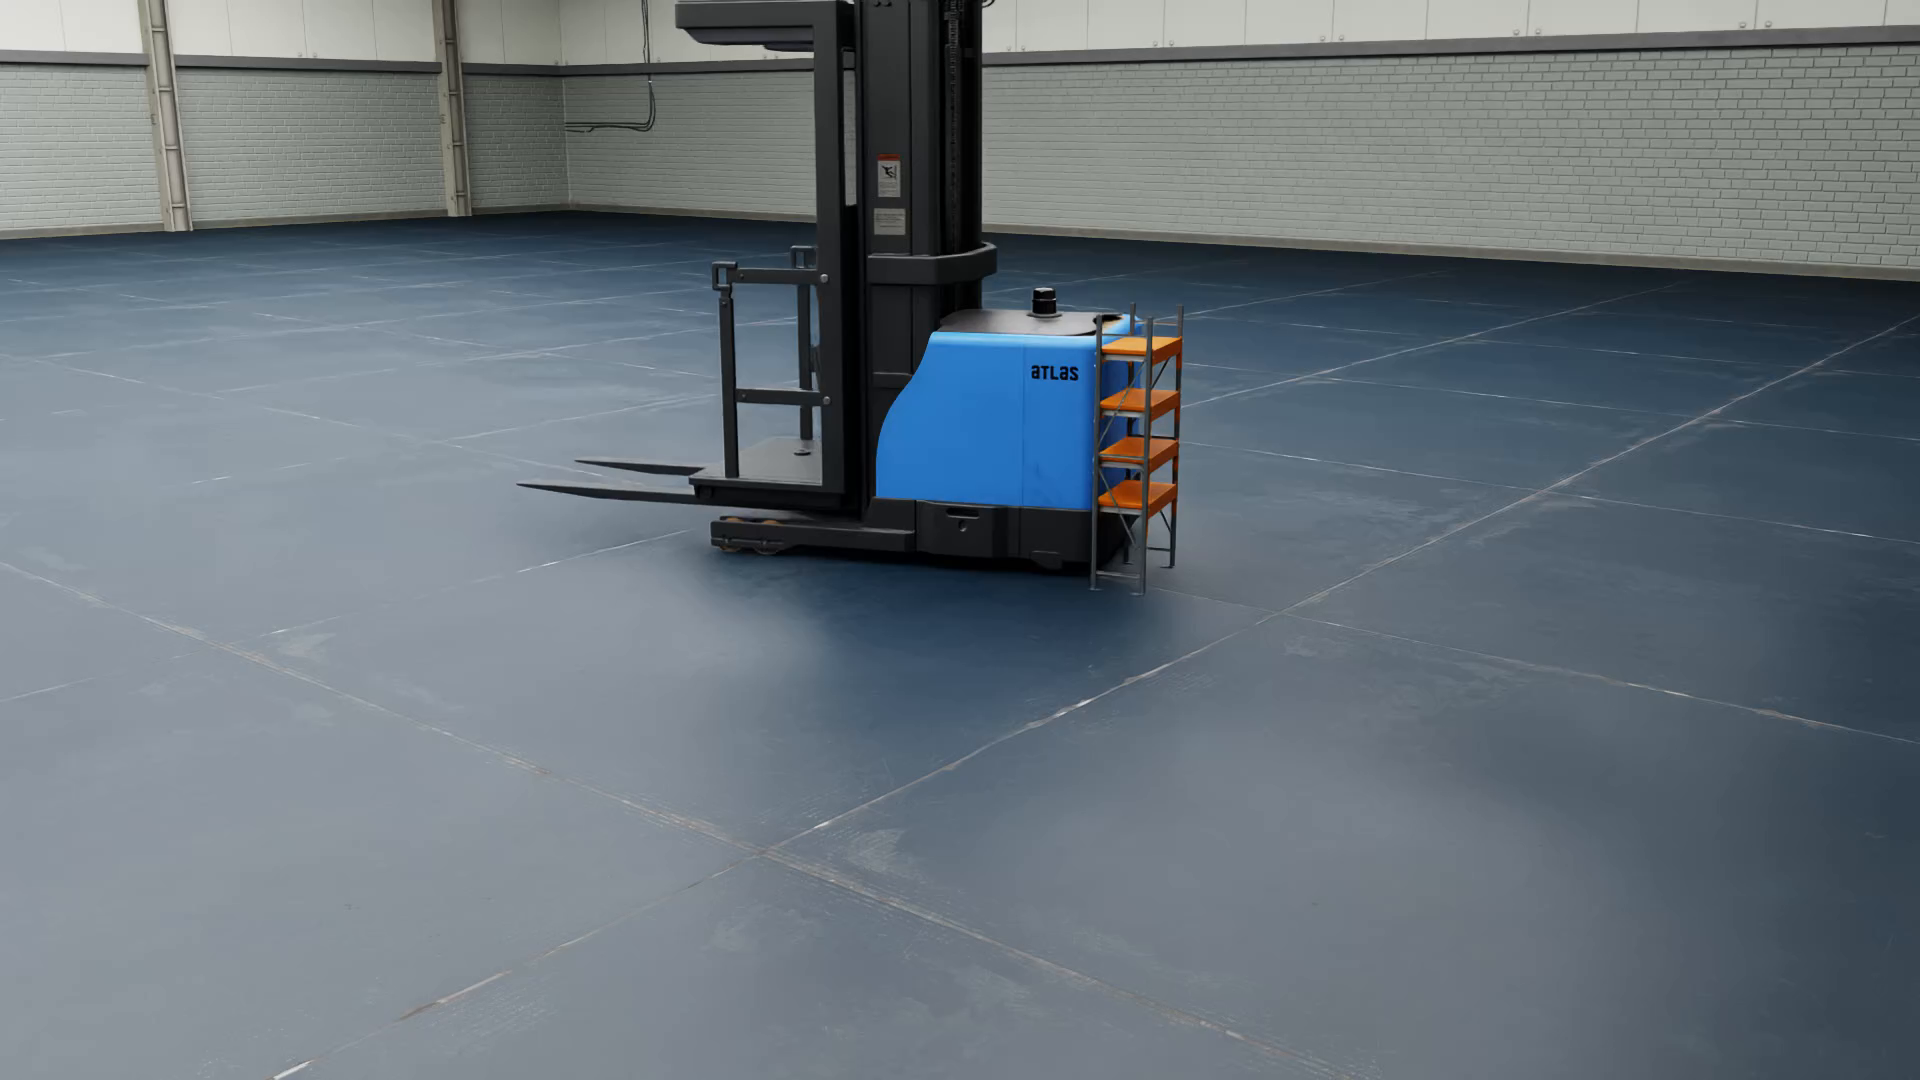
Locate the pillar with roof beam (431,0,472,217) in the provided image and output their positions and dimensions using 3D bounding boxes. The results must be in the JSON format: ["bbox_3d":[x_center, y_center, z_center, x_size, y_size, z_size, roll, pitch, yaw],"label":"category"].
[{"bbox_3d":[-7.143,-10.490,31.141,9.100,9.000,0.400,11,18,38],"label":"pillar with roof beam"}]

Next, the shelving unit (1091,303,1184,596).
[{"bbox_3d":[0.778,-0.407,7.287,0.258,1.200,0.503,6,15,22],"label":"shelving unit"}]

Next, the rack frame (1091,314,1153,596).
[{"bbox_3d":[0.685,-0.351,7.068,0.240,1.200,0.015,6,15,22],"label":"rack frame"}]

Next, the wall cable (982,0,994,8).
[{"bbox_3d":[-0.237,-11.692,28.965,2.305,6.003,0.169,11,18,38],"label":"wall cable"}]

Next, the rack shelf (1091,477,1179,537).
[{"bbox_3d":[0.777,-0.149,7.353,0.258,0.148,0.480,6,15,22],"label":"rack shelf"}]

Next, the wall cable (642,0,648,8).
[{"bbox_3d":[-5.507,-12.040,33.291,3.097,2.526,0.112,11,18,38],"label":"wall cable"}]

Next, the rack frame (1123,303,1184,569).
[{"bbox_3d":[0.870,-0.463,7.506,0.240,1.200,0.015,6,15,22],"label":"rack frame"}]

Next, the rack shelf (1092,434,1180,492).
[{"bbox_3d":[0.778,-0.342,7.304,0.258,0.148,0.480,6,15,22],"label":"rack shelf"}]

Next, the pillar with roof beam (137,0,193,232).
[{"bbox_3d":[-10.914,-9.341,26.618,9.100,9.000,0.400,11,18,38],"label":"pillar with roof beam"}]

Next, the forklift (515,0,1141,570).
[{"bbox_3d":[-0.683,-1.467,7.945,3.031,2.935,1.130,4,15,15],"label":"forklift"}]

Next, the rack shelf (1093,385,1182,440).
[{"bbox_3d":[0.778,-0.559,7.248,0.258,0.148,0.480,6,15,22],"label":"rack shelf"}]

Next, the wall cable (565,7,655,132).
[{"bbox_3d":[-7.612,-10.011,35.561,3.097,2.526,0.112,11,18,38],"label":"wall cable"}]

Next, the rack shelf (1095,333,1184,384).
[{"bbox_3d":[0.778,-0.788,7.190,0.258,0.148,0.480,6,15,22],"label":"rack shelf"}]
